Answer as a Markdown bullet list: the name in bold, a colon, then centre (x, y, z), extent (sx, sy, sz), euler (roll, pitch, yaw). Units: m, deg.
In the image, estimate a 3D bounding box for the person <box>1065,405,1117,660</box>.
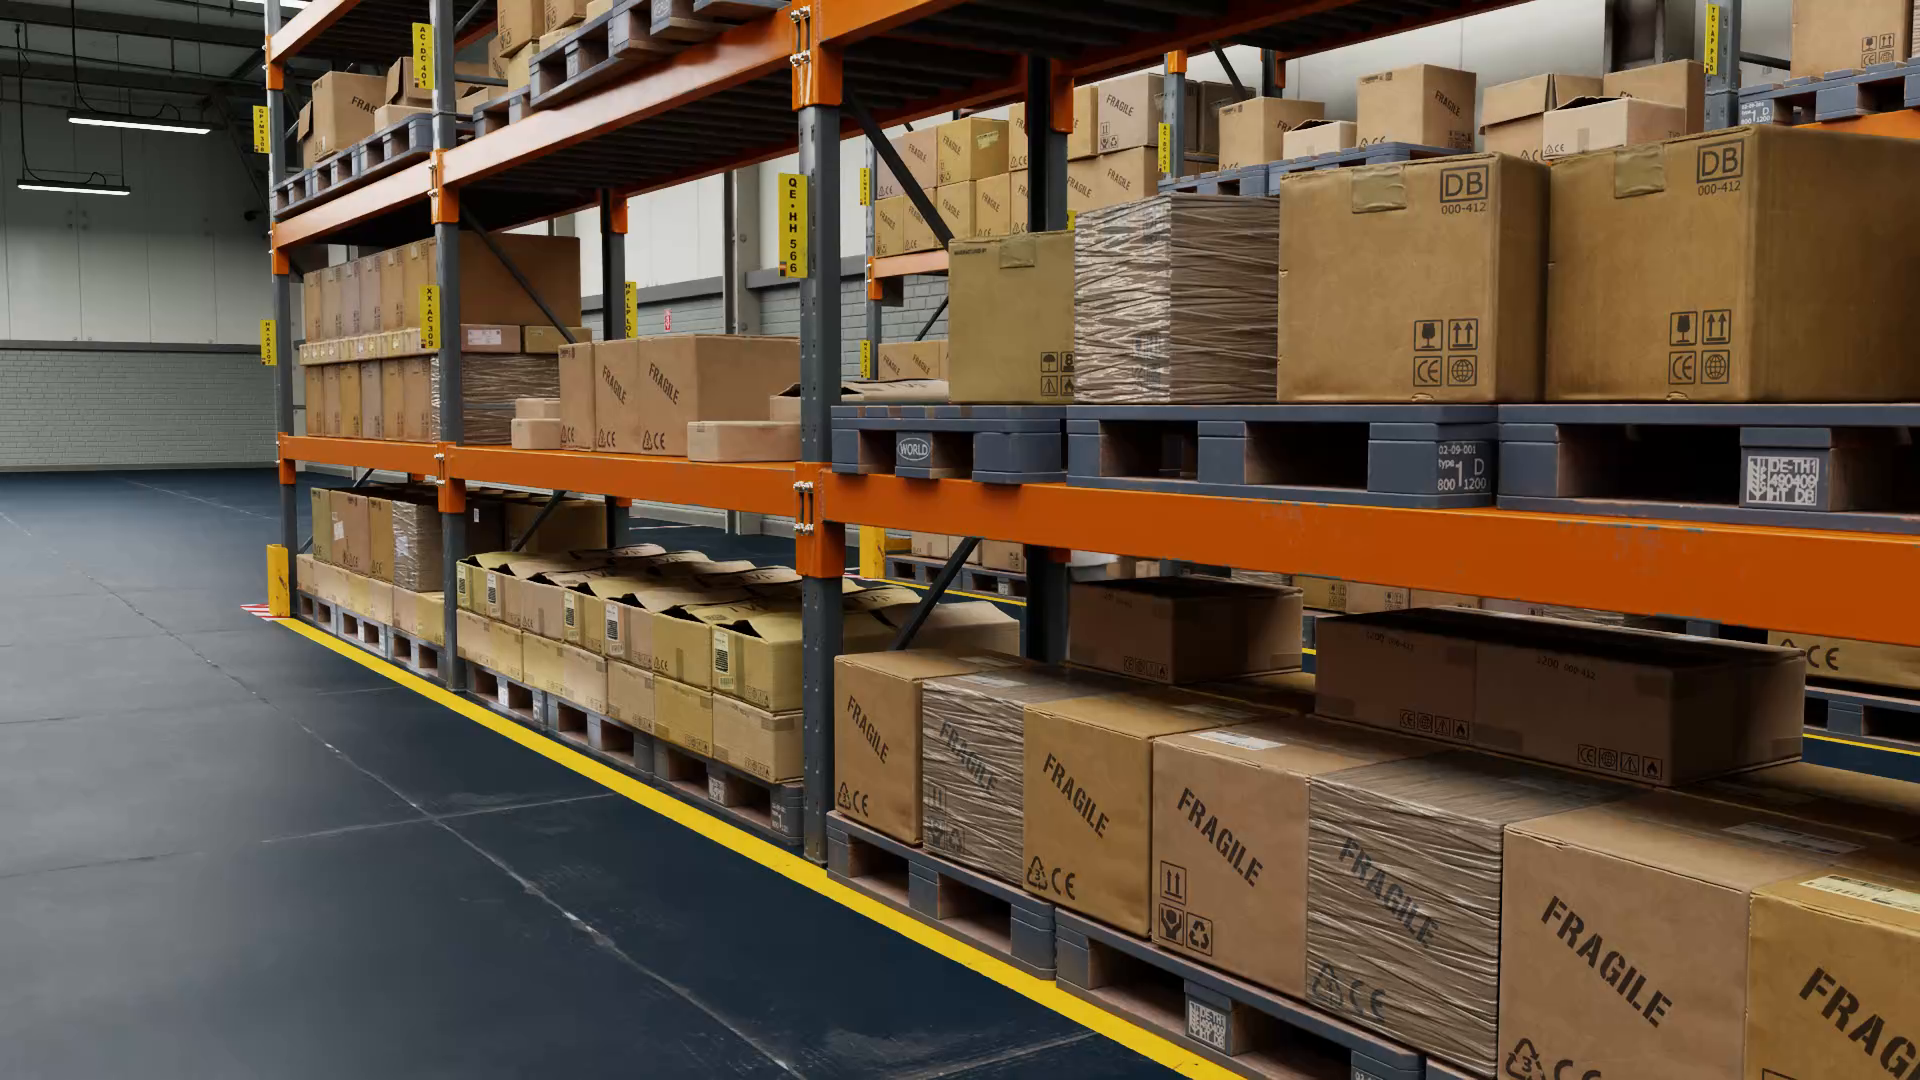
- **person**: centre (0.694, -0.096, 8.987), extent (0.543, 1.778, 0.525), euler (-3, 5, -34)
